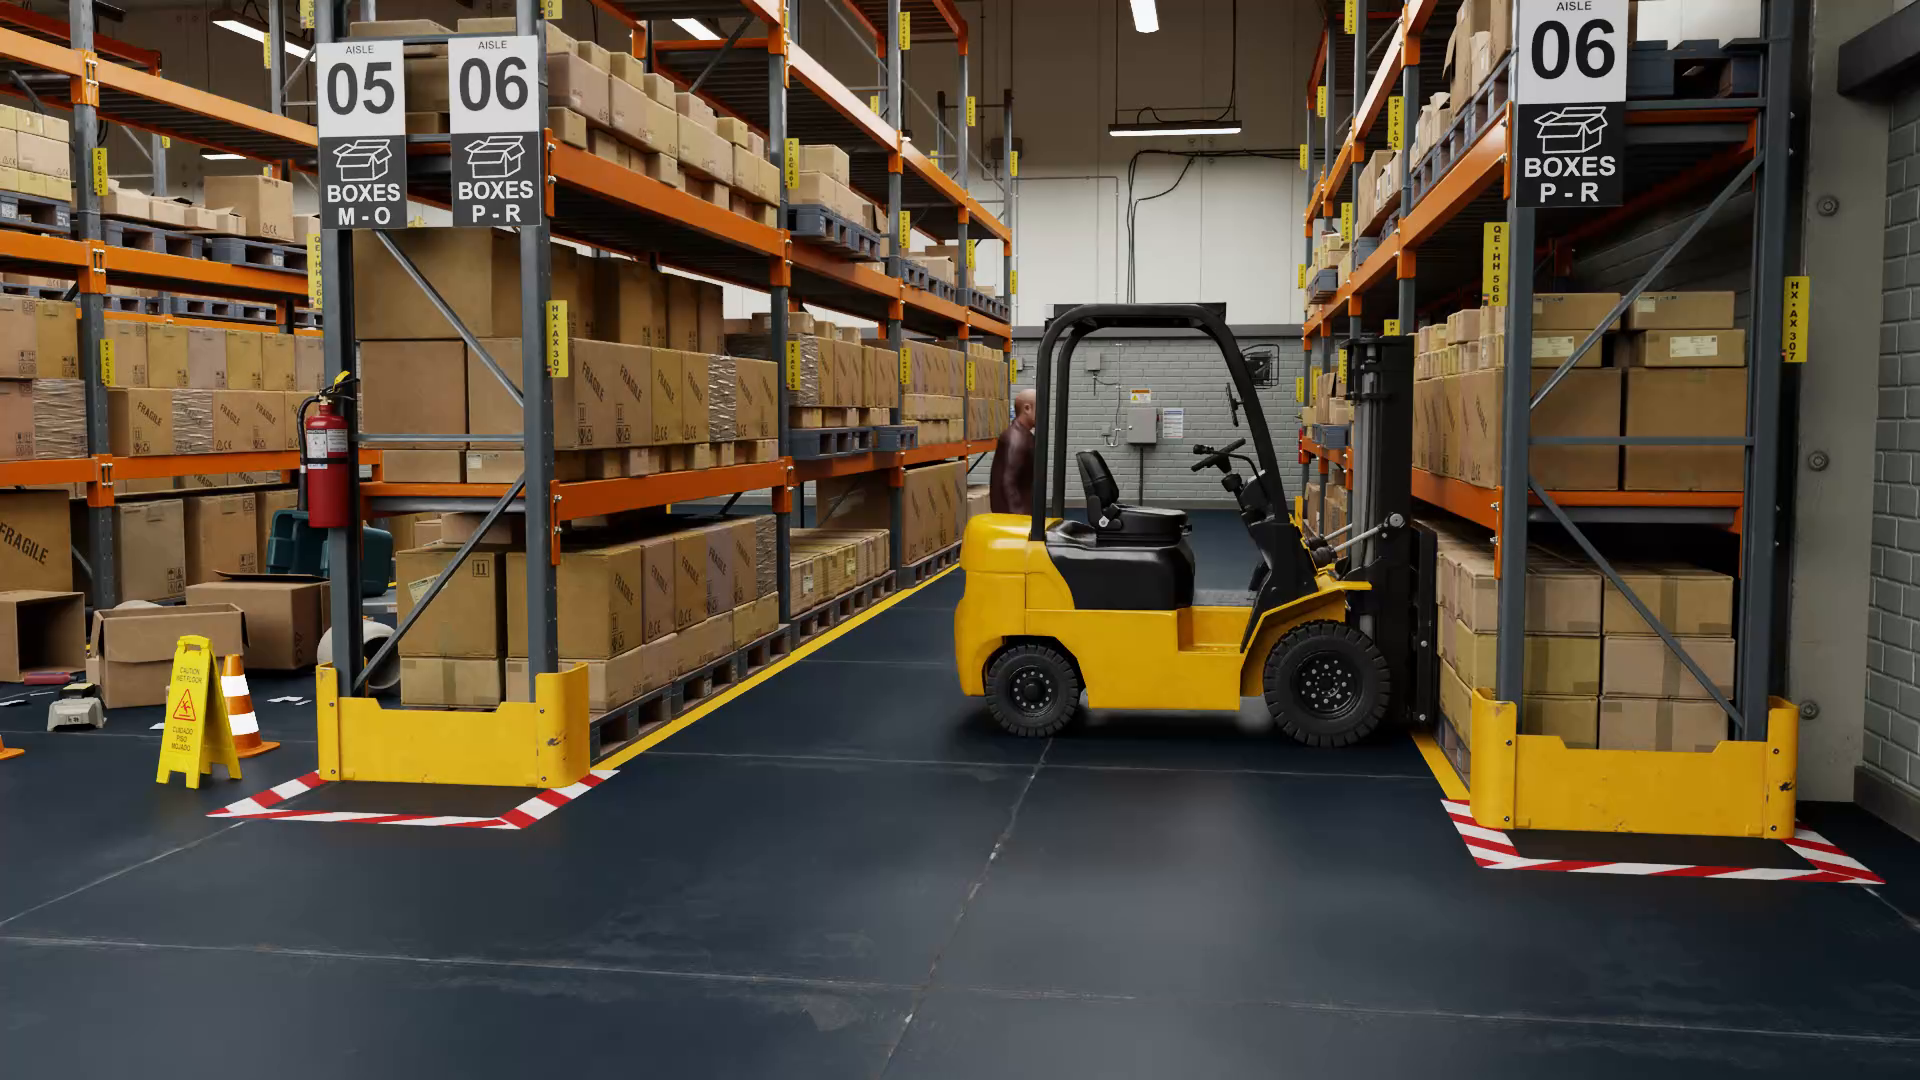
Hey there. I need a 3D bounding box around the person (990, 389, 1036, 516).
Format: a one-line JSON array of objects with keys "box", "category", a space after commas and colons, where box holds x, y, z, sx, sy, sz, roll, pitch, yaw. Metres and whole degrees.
[{"box": [0.406, -0.096, 10.835, 0.426, 1.774, 0.644, 1, 4, 9], "category": "person"}]
